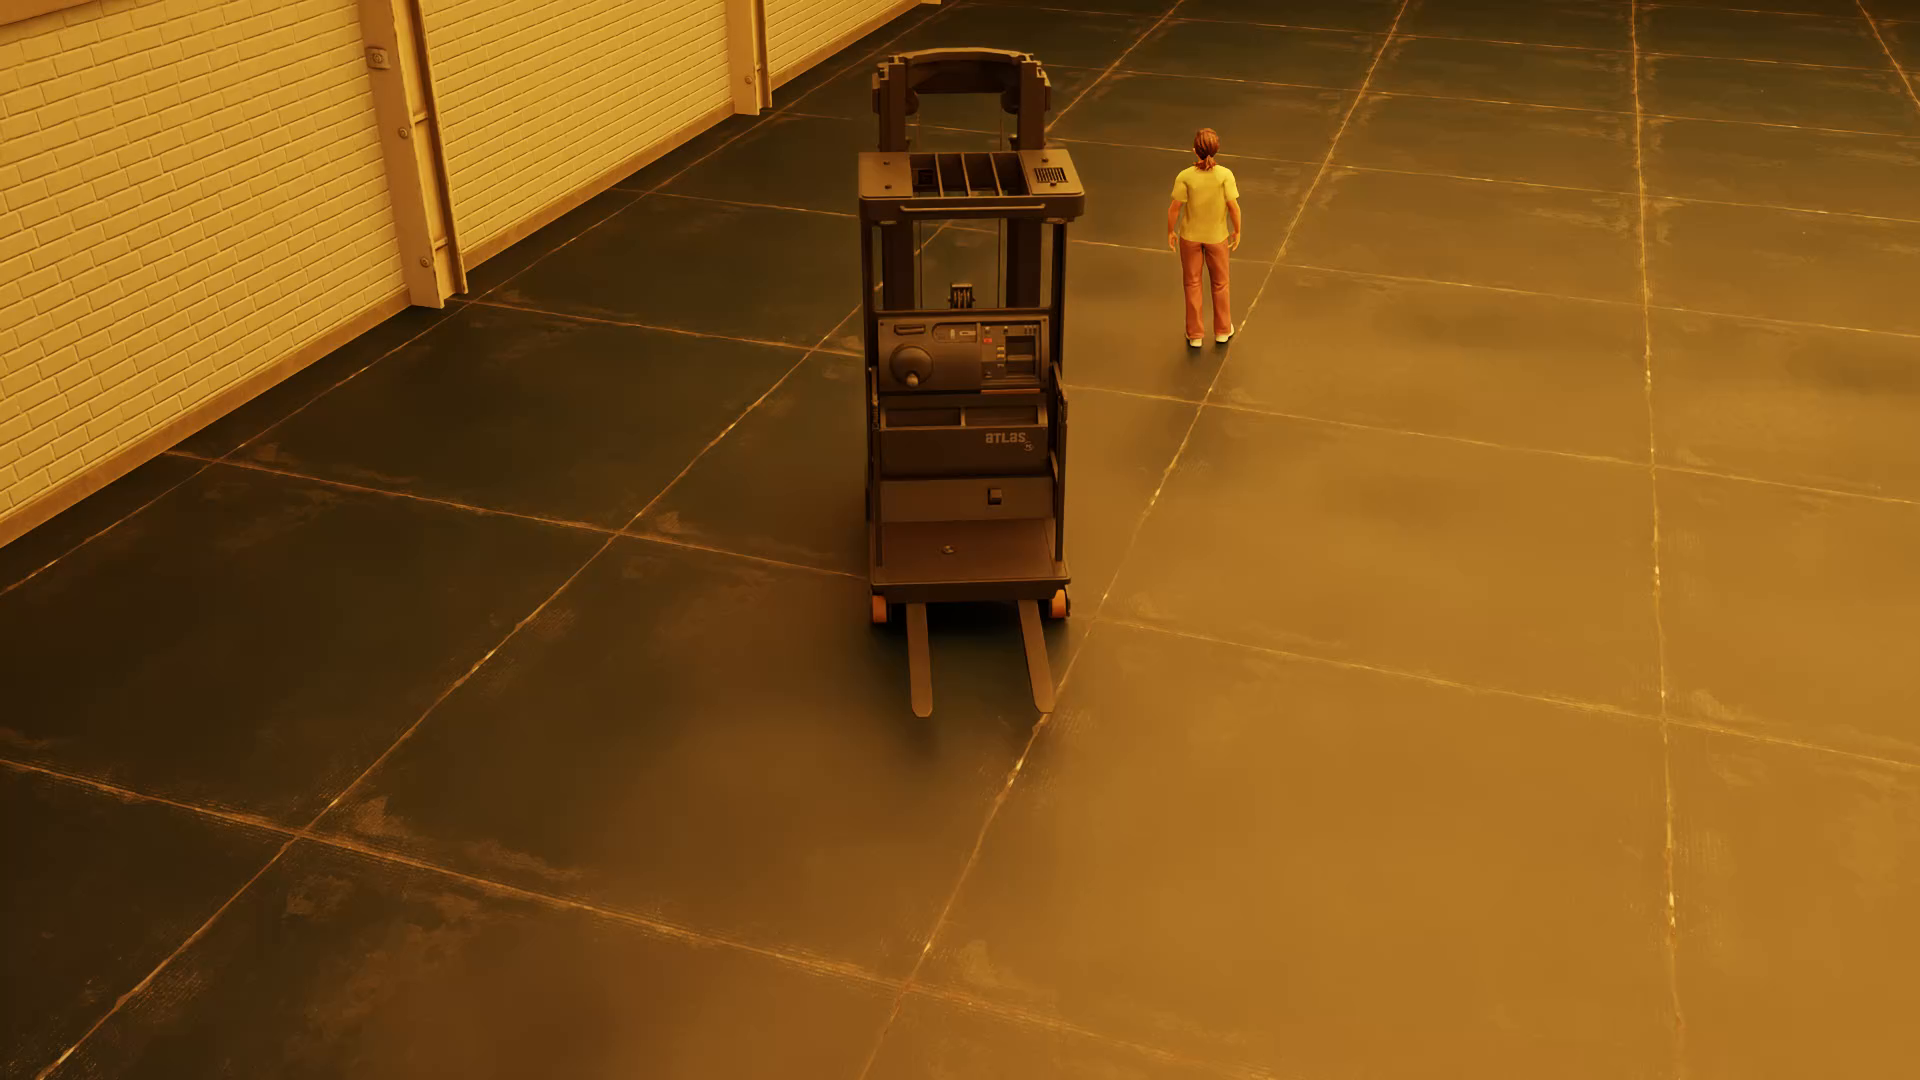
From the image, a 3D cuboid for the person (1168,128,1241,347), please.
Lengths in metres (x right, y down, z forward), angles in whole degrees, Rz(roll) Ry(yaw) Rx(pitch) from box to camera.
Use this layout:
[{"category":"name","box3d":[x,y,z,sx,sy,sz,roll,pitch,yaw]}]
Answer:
[{"category":"person","box3d":[1.817,-2.255,12.346,0.555,1.676,0.550,5,30,8]}]

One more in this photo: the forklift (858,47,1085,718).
[{"category":"forklift","box3d":[0.035,-0.972,8.842,1.130,2.935,3.031,-2,30,-3]}]
